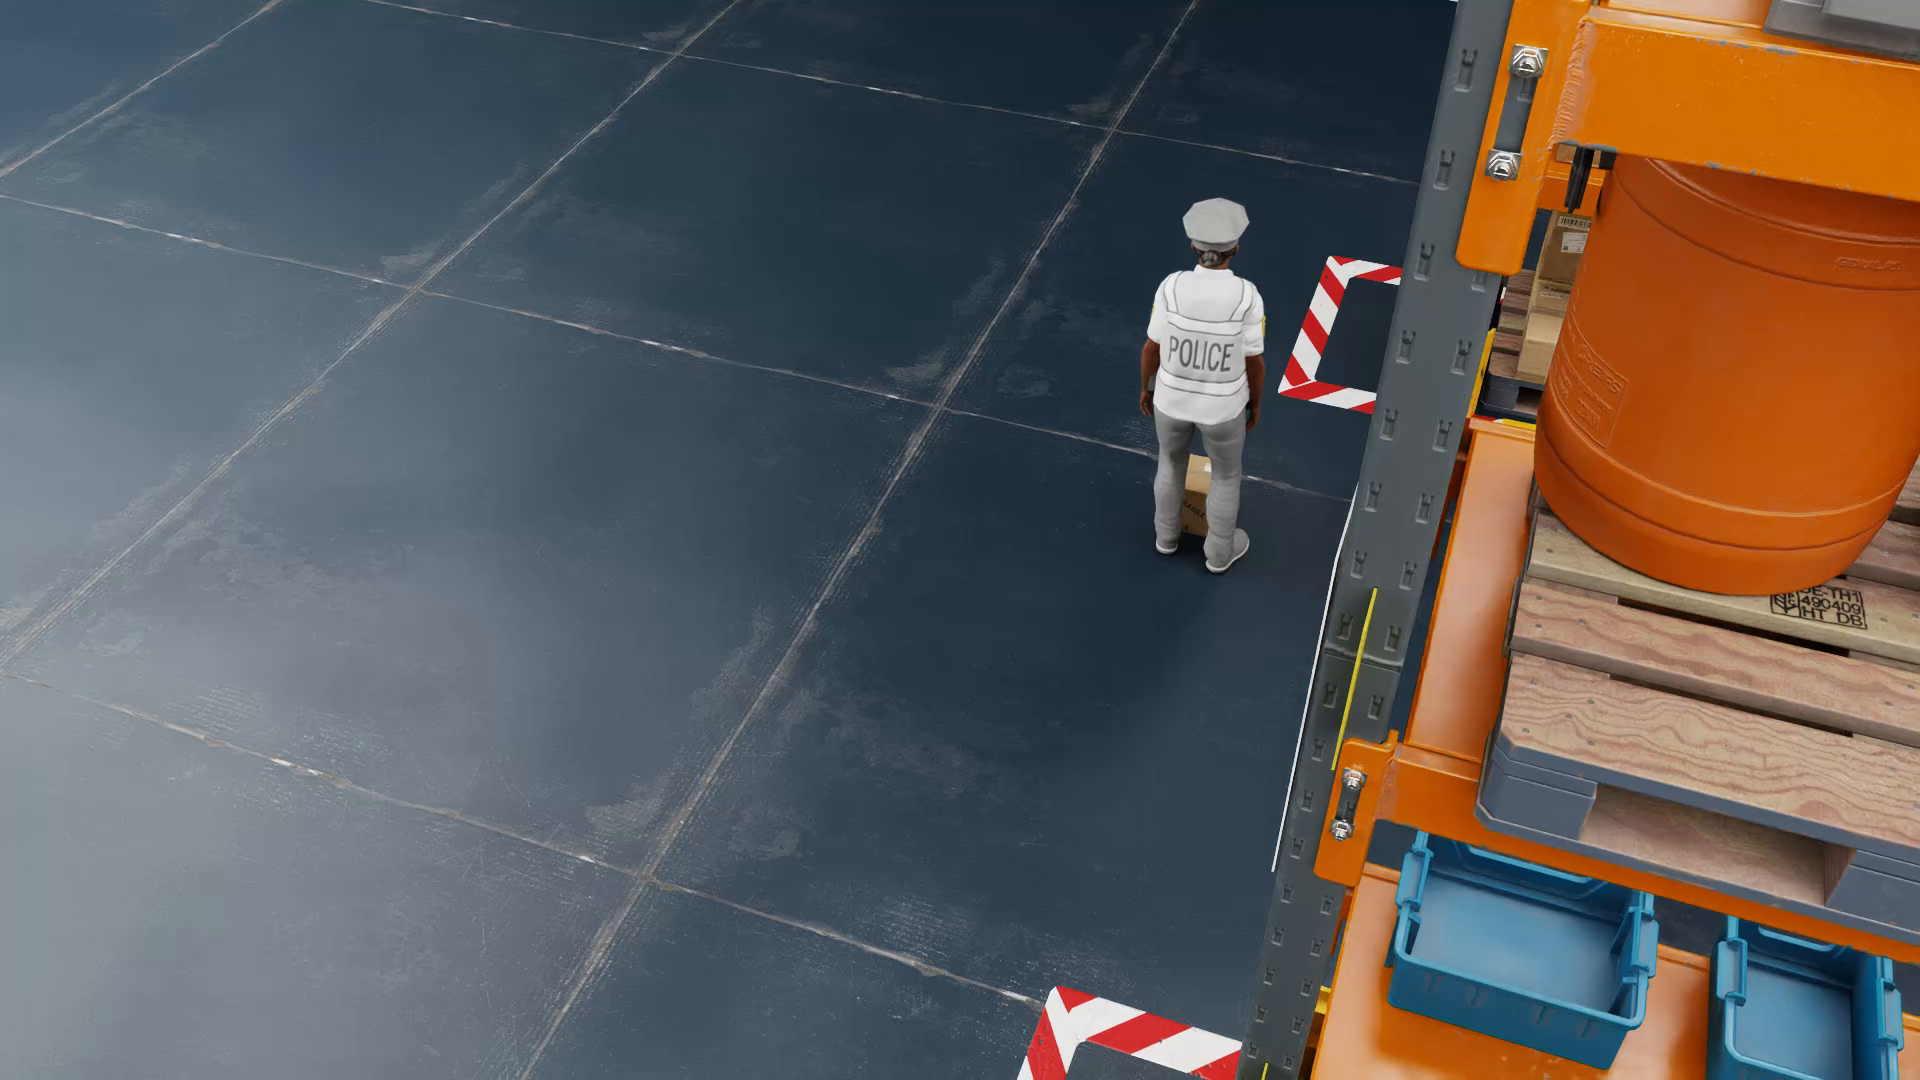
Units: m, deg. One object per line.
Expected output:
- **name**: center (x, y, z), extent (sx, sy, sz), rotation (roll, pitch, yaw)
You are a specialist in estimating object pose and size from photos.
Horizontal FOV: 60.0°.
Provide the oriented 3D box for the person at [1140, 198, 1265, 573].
- **person**: center (1.000, -0.585, 6.814), extent (0.532, 1.660, 0.423), rotation (11, 43, 12)
